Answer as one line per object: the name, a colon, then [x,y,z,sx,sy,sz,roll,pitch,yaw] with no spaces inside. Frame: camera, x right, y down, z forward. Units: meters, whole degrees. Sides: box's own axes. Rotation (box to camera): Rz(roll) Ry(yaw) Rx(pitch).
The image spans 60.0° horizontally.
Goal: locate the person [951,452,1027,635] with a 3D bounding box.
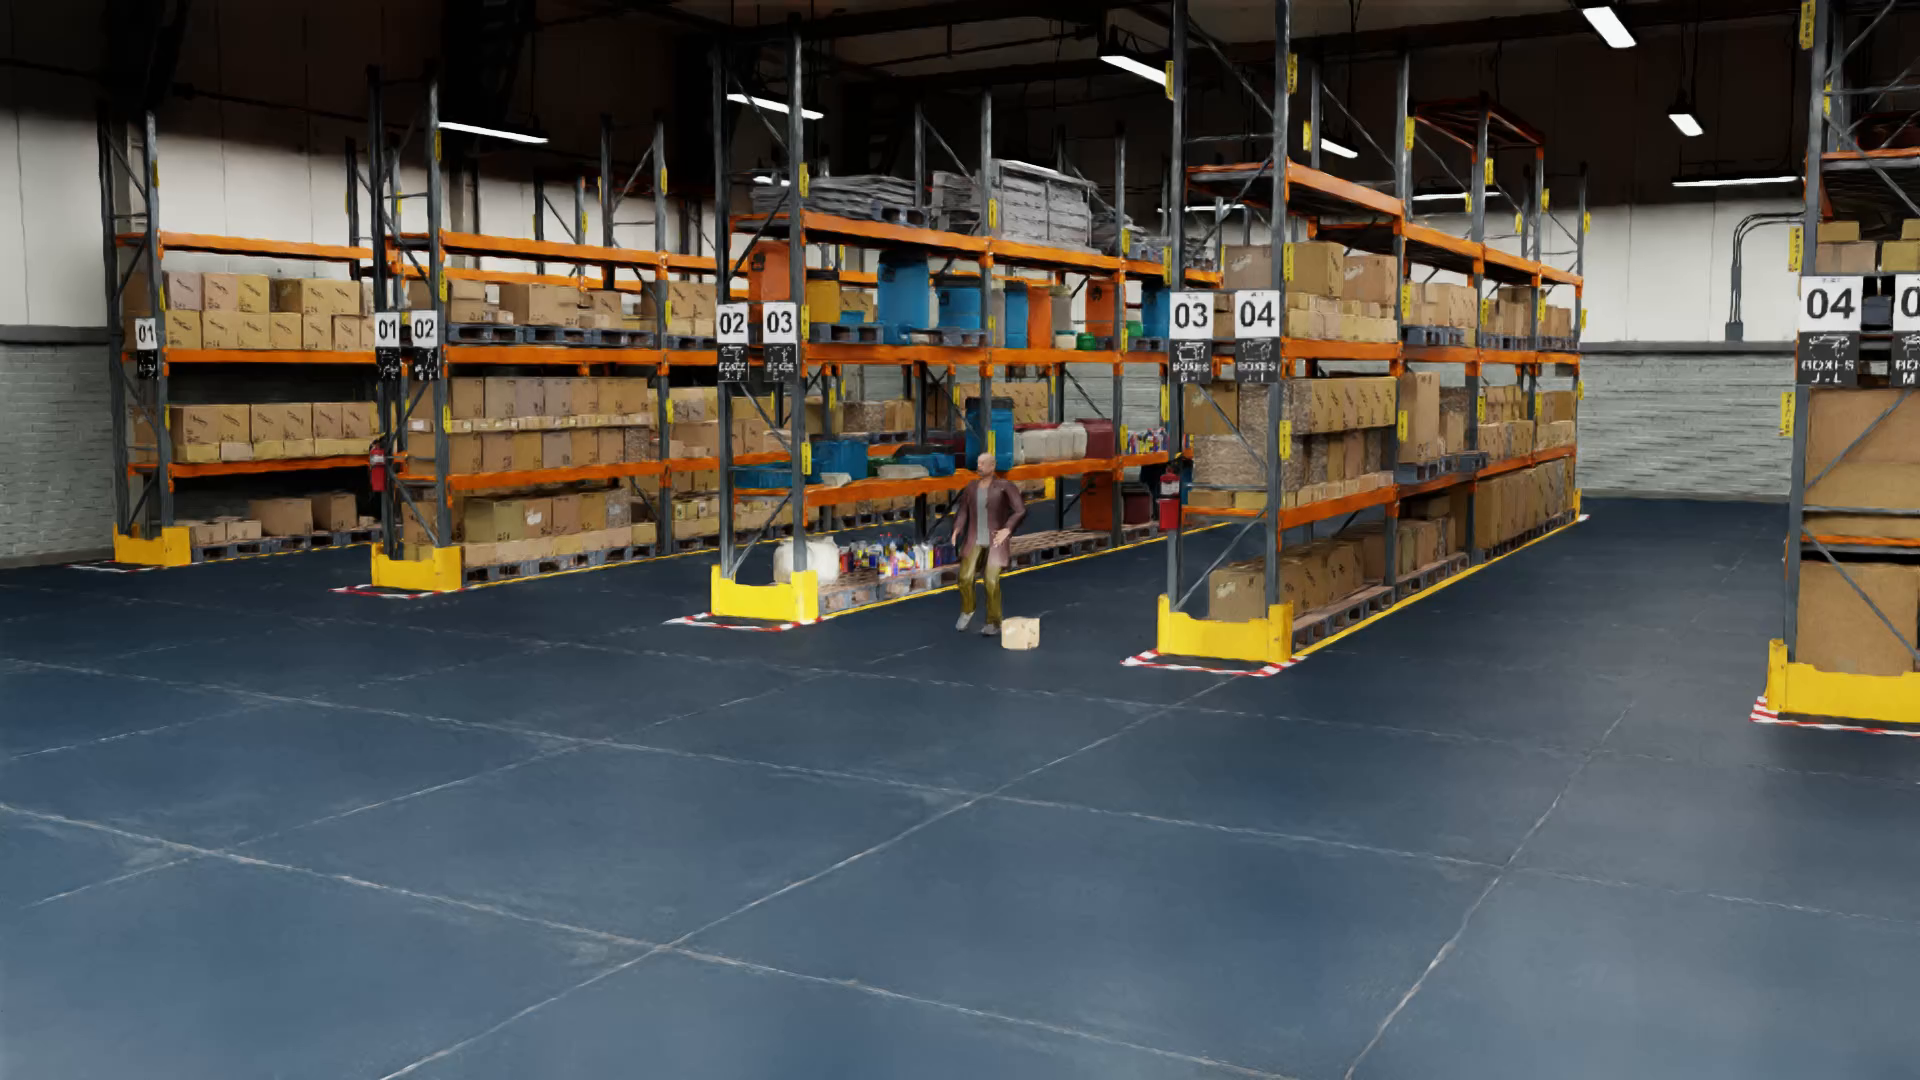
person: [0.260,0.036,15.880,0.766,1.744,0.530,2,6,19]
